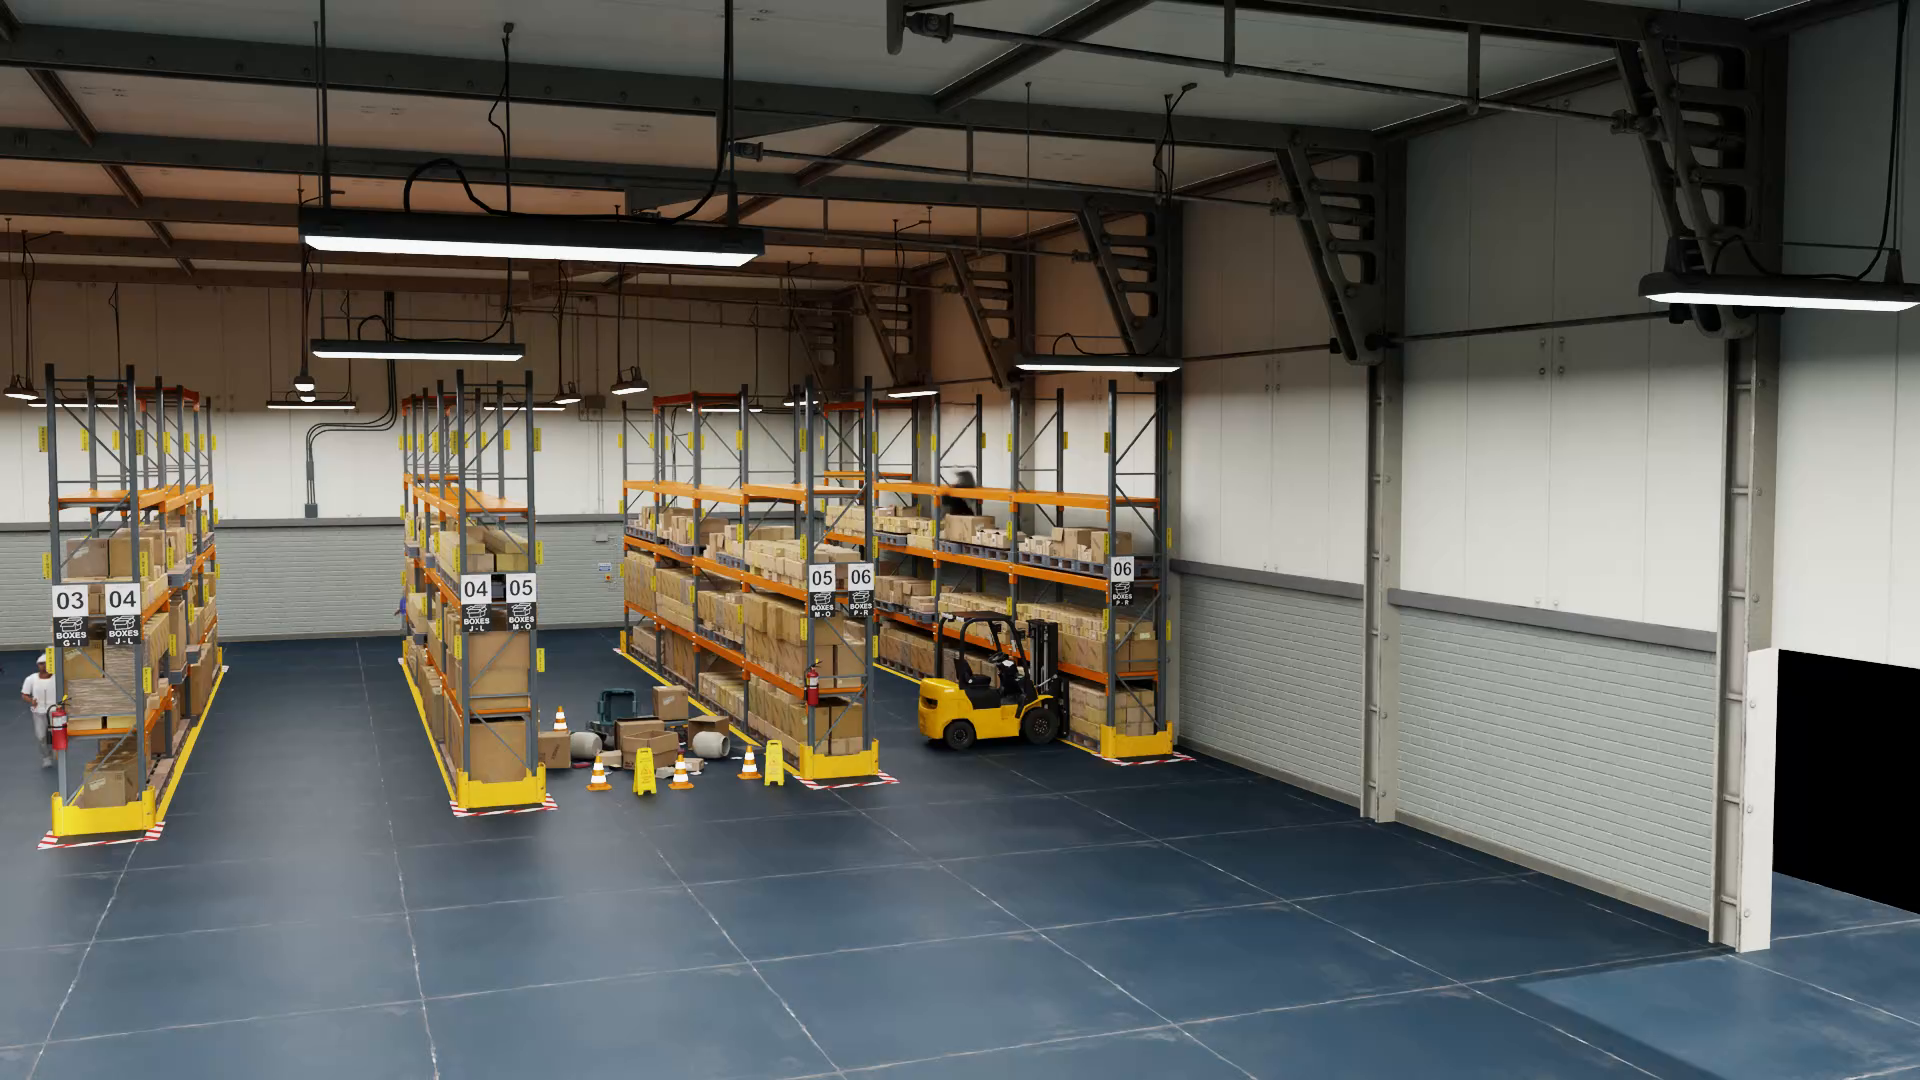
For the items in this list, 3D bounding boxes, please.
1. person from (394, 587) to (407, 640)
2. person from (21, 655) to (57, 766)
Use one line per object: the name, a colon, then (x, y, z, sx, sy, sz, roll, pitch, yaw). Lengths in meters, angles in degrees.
person: (-12.974, 1.909, 39.027, 0.579, 1.642, 0.625, 2, 4, 29)
person: (-14.071, 2.638, 25.621, 0.692, 1.724, 0.582, -1, 4, -23)
